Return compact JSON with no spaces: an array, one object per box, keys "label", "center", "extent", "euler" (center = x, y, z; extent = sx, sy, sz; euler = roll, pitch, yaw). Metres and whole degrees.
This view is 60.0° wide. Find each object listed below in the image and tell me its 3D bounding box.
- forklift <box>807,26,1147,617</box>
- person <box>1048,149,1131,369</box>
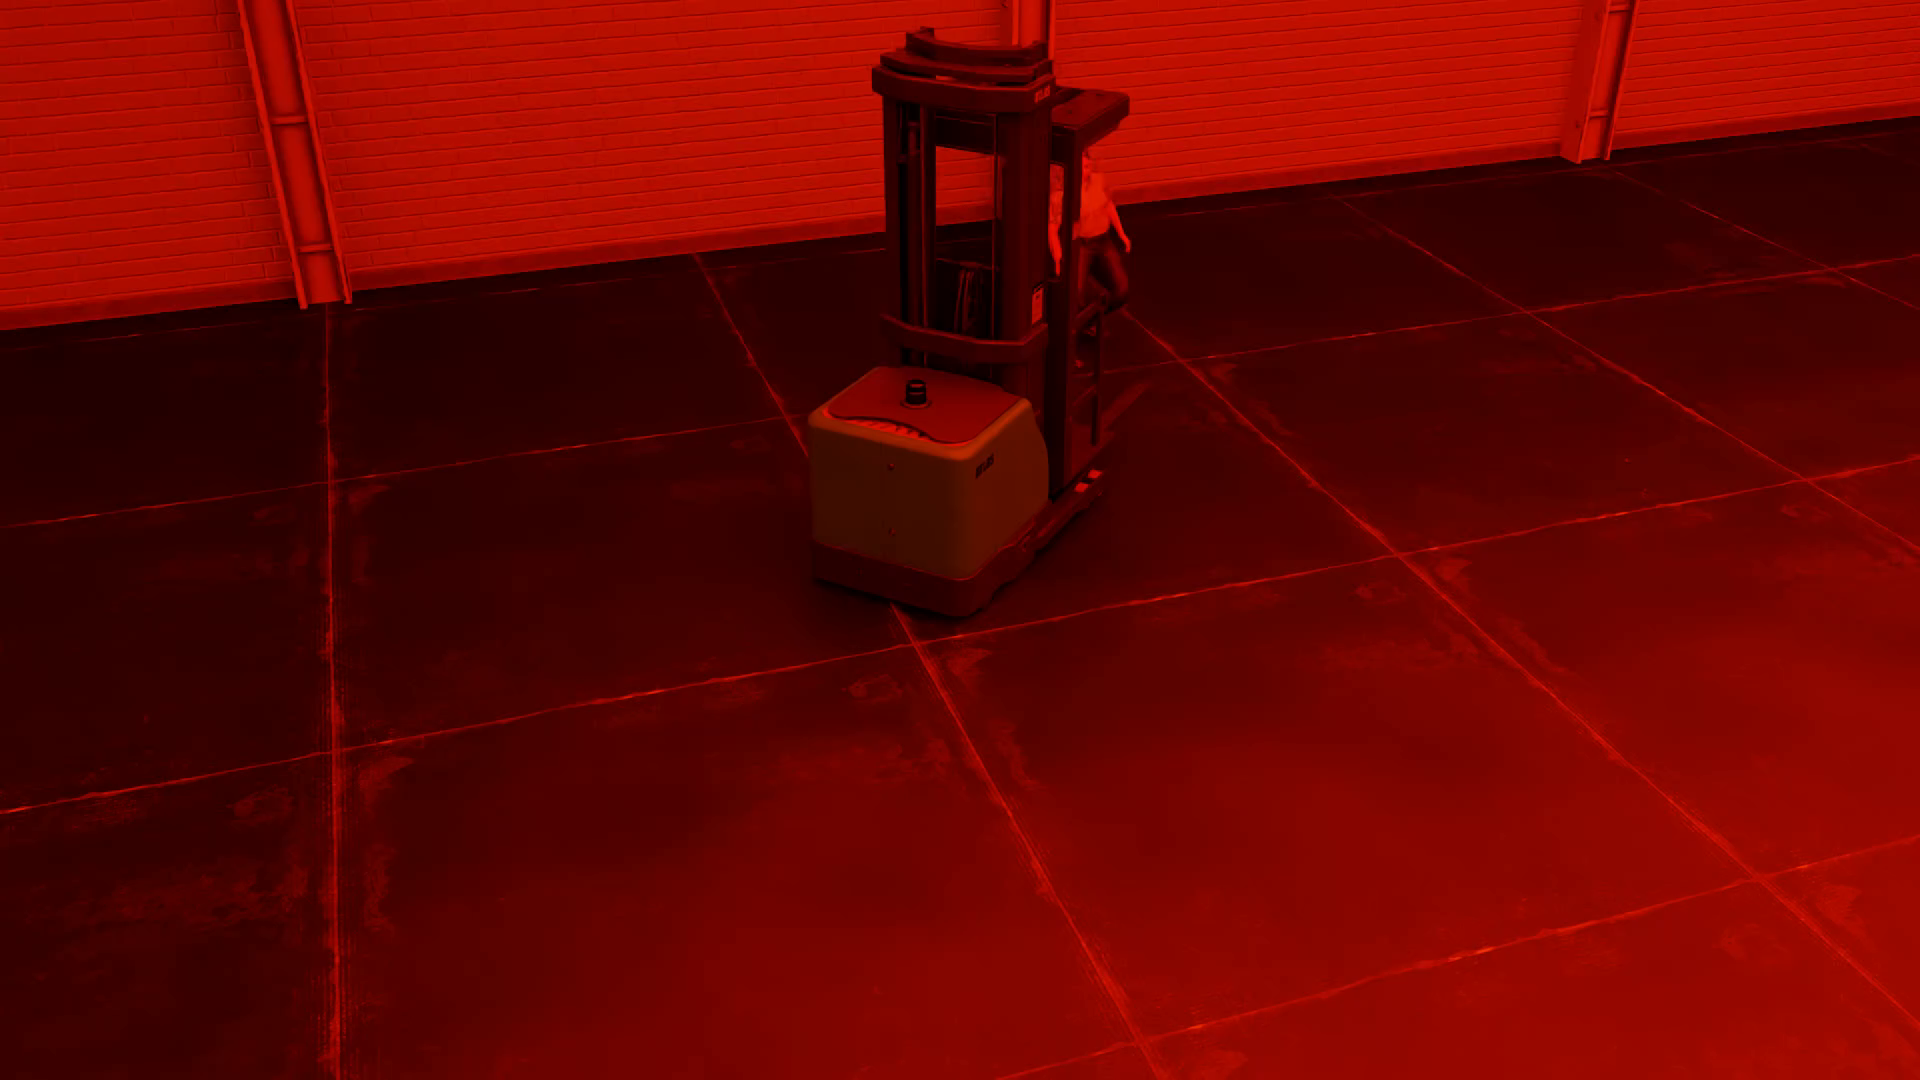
[{"label":"forklift","center":[0.281,-1.555,9.790],"extent":[1.130,2.935,3.031],"euler":[15,33,24]},{"label":"person","center":[0.905,-2.085,12.090],"extent":[0.740,1.546,0.520],"euler":[-19,35,-29]}]
